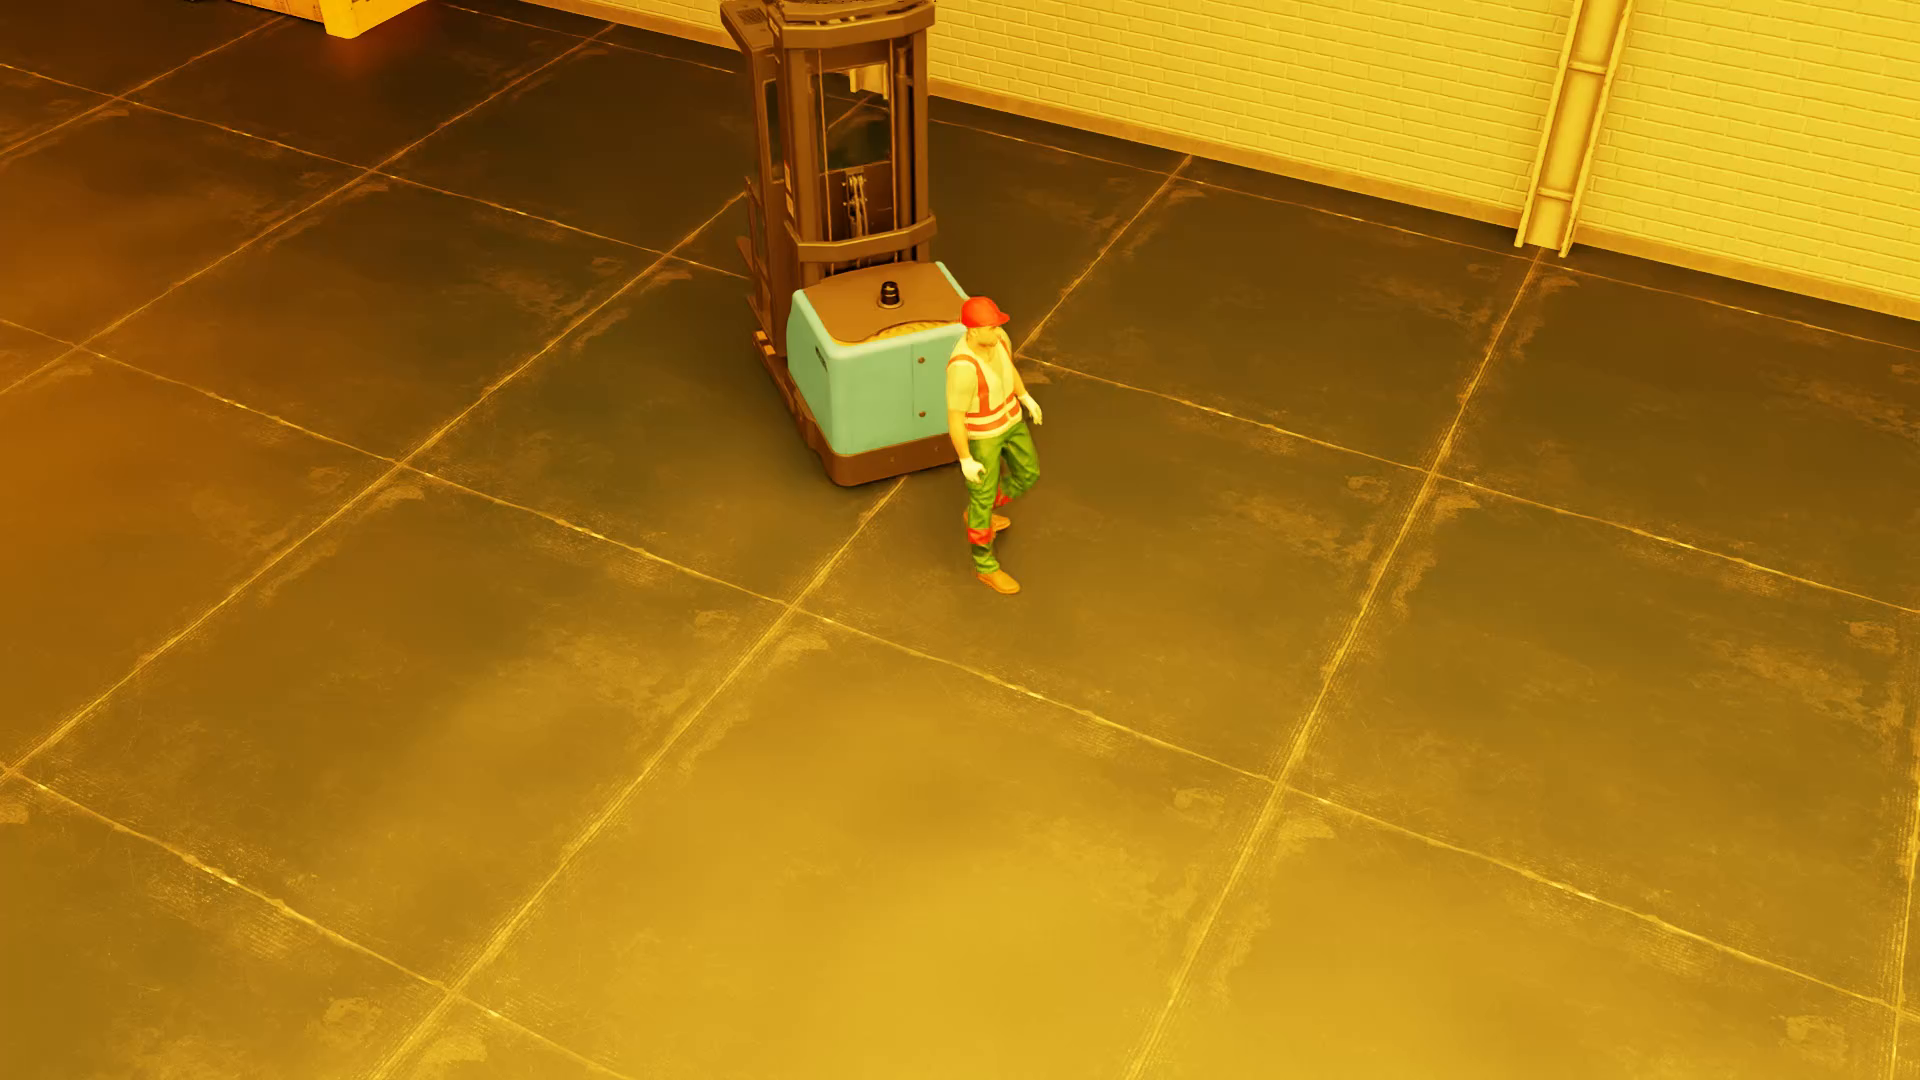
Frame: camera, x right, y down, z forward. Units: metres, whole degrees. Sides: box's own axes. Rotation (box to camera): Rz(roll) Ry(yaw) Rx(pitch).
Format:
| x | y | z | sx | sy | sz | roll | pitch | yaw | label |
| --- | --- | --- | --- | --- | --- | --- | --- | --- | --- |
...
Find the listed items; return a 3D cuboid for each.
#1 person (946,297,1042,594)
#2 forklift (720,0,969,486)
| x | y | z | sx | sy | sz | roll | pitch | yaw | label |
| --- | --- | --- | --- | --- | --- | --- | --- | --- | --- |
| 0.256 | -0.603 | 9.659 | 0.664 | 1.740 | 0.733 | 25 | 46 | 27 | person |
| -0.838 | -2.417 | 10.856 | 1.130 | 2.935 | 3.031 | -14 | 42 | -16 | forklift |
